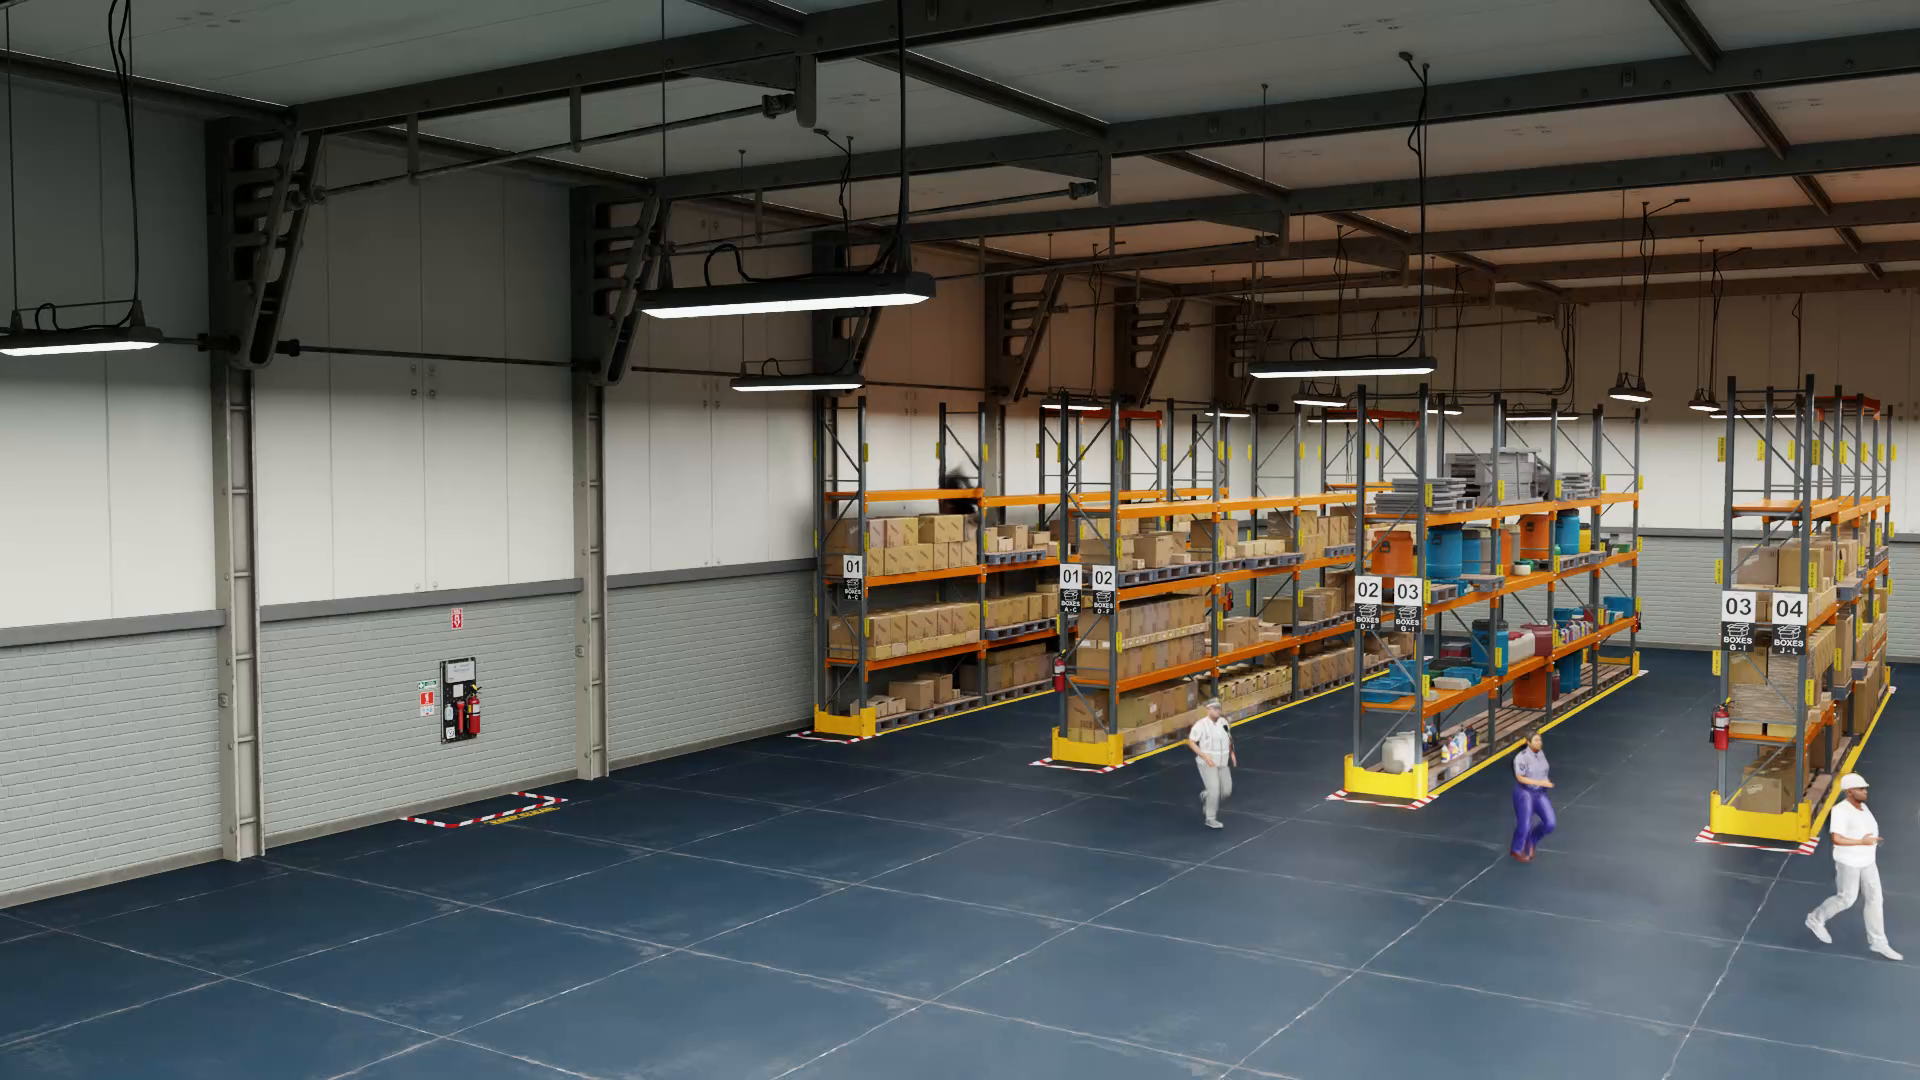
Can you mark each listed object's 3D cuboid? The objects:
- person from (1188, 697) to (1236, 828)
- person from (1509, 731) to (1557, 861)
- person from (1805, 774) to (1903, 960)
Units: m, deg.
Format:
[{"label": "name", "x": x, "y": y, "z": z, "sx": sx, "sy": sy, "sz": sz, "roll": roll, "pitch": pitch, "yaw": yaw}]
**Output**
[{"label": "person", "x": 3.365, "y": 2.956, "z": 22.312, "sx": 0.710, "sy": 1.728, "sz": 0.631, "roll": -2, "pitch": 3, "yaw": -29}, {"label": "person", "x": 6.986, "y": 3.130, "z": 20.231, "sx": 0.581, "sy": 1.604, "sz": 0.657, "roll": -1, "pitch": 3, "yaw": -22}, {"label": "person", "x": 8.919, "y": 3.214, "z": 16.568, "sx": 0.701, "sy": 1.765, "sz": 0.917, "roll": -2, "pitch": 4, "yaw": -32}]
